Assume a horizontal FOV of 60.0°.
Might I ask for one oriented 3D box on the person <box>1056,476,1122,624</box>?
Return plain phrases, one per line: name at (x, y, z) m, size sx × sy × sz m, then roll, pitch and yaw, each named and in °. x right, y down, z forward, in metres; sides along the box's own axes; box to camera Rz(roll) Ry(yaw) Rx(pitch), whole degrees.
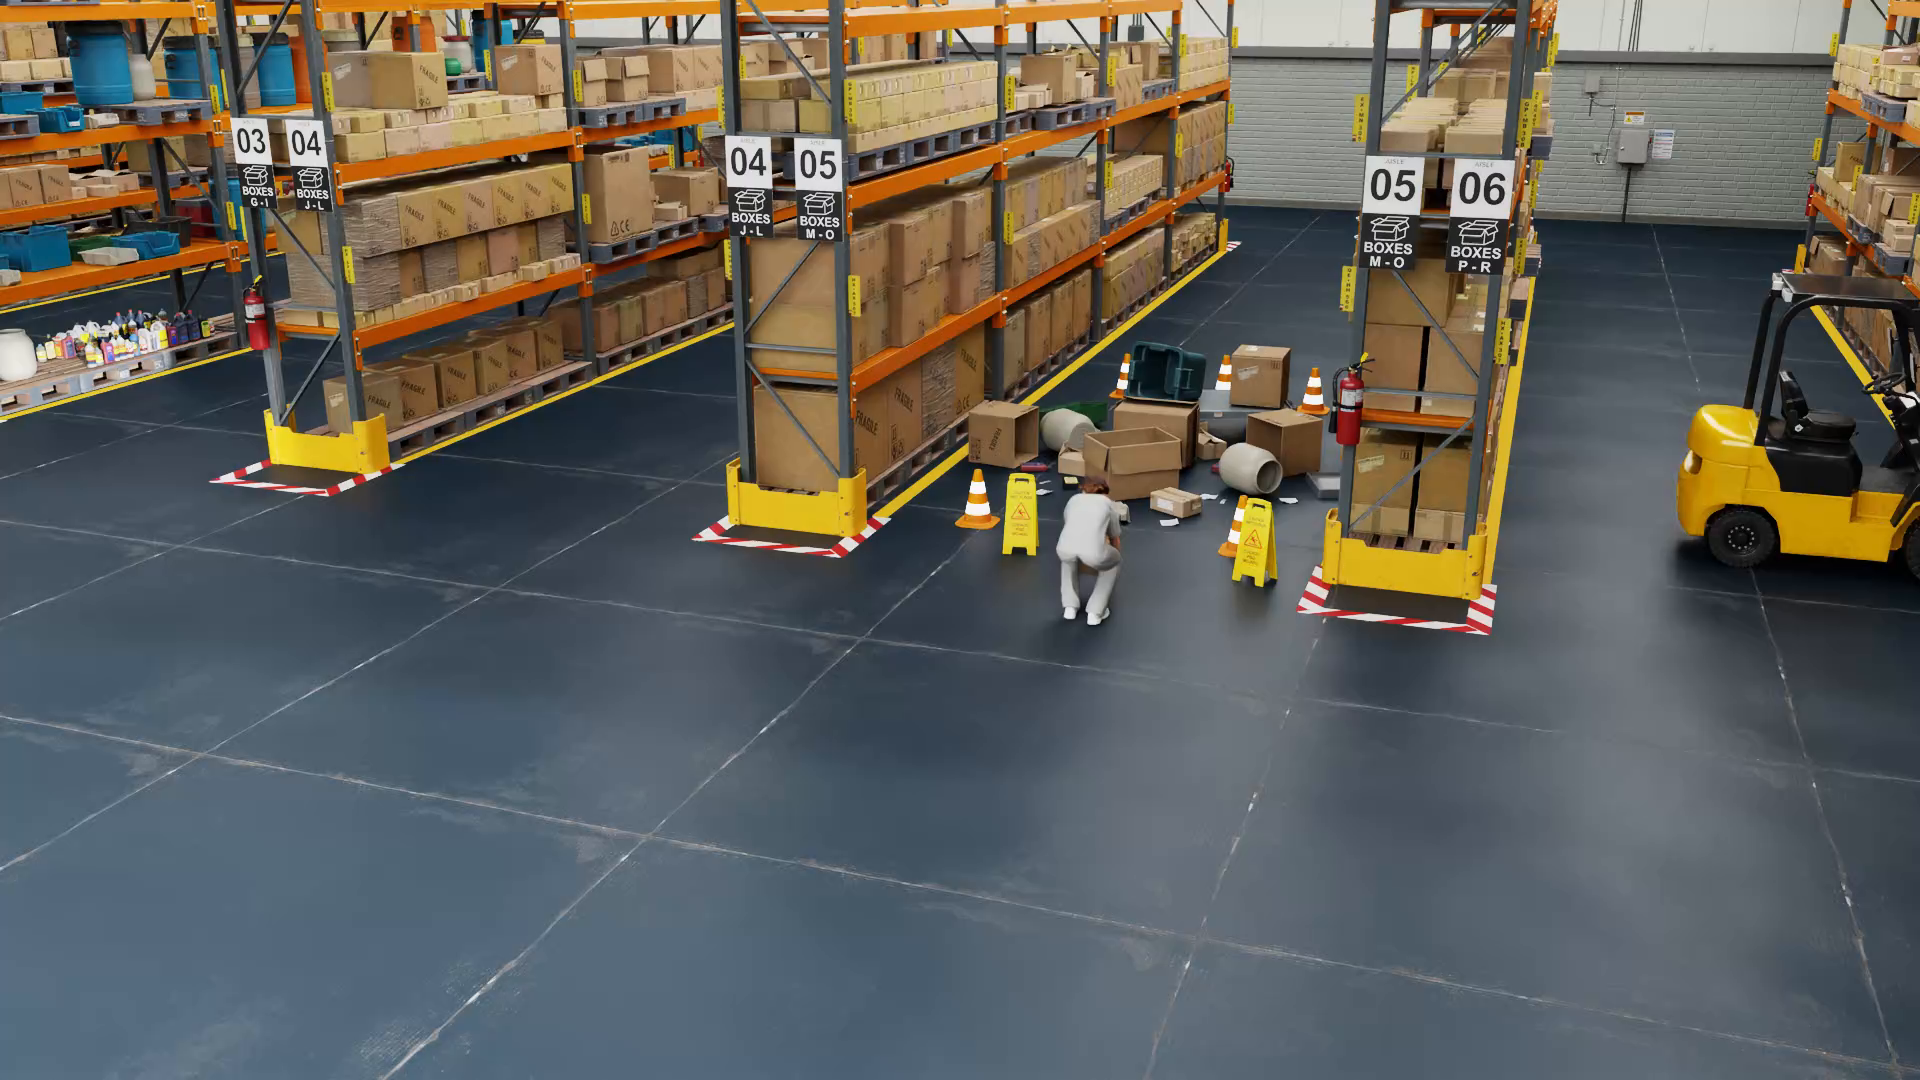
person at (0.934, 0.078, 12.001) m, size 0.455 × 0.929 × 0.838 m, roll 6°, pitch 20°, yaw 16°
